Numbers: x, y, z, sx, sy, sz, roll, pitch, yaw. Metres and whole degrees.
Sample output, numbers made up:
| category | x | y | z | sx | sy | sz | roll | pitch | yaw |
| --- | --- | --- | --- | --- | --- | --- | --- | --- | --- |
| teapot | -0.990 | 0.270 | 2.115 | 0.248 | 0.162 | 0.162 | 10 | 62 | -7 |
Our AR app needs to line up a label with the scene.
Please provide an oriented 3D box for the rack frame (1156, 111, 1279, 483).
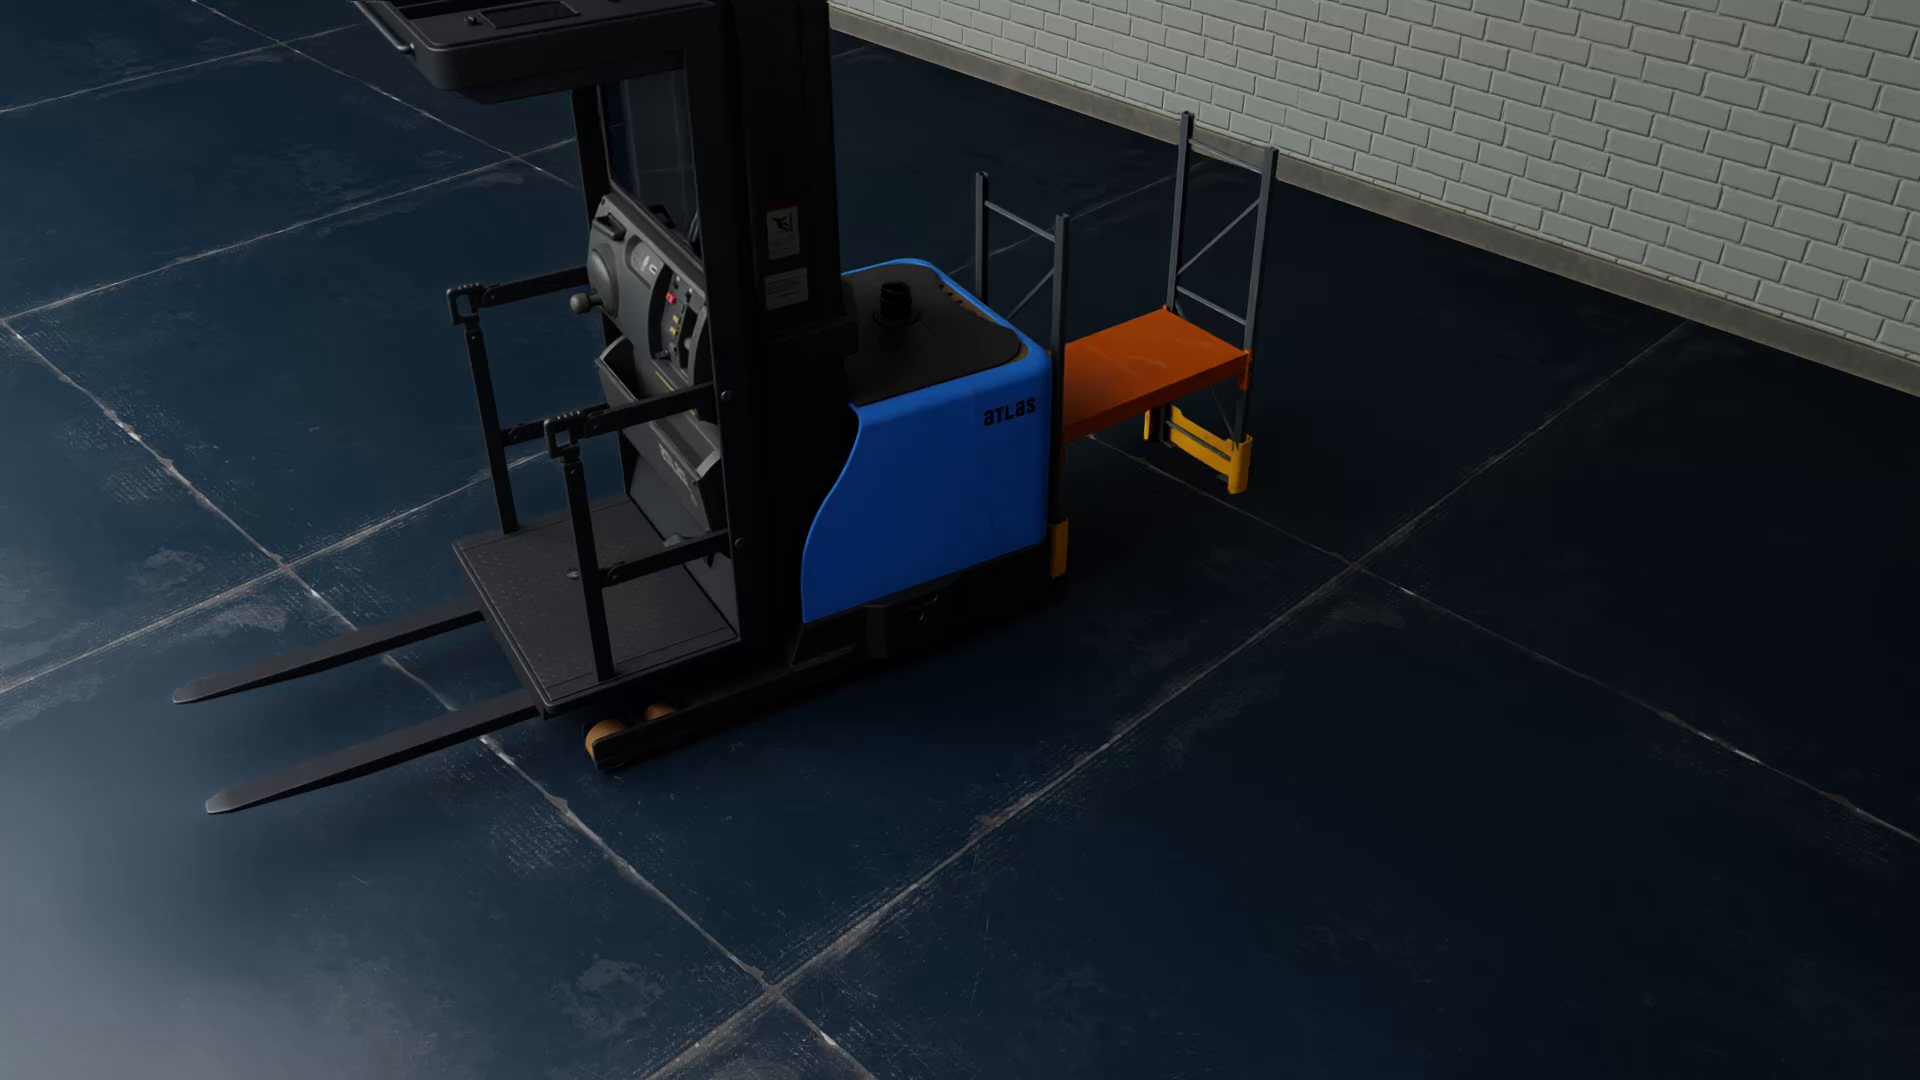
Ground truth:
| category | x | y | z | sx | sy | sz | roll | pitch | yaw |
| --- | --- | --- | --- | --- | --- | --- | --- | --- | --- |
| rack frame | 1.033 | -0.958 | 6.813 | 0.032 | 1.500 | 0.500 | -23 | 41 | -29 |

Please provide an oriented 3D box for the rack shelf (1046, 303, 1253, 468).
| category | x | y | z | sx | sy | sz | roll | pitch | yaw |
| --- | --- | --- | --- | --- | --- | --- | --- | --- | --- |
| rack shelf | 0.626 | -0.636 | 6.666 | 1.000 | 0.185 | 0.538 | -23 | 41 | -29 |

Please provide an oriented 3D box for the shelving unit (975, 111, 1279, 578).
| category | x | y | z | sx | sy | sz | roll | pitch | yaw |
| --- | --- | --- | --- | --- | --- | --- | --- | --- | --- |
| shelving unit | 0.618 | -0.781 | 6.558 | 1.083 | 1.500 | 0.587 | -23 | 41 | -29 |

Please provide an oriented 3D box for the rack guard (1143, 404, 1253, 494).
| category | x | y | z | sx | sy | sz | roll | pitch | yaw |
| --- | --- | --- | --- | --- | --- | --- | --- | --- | --- |
| rack guard | 1.017 | -0.439 | 7.161 | 0.087 | 0.250 | 0.587 | -23 | 41 | -29 |

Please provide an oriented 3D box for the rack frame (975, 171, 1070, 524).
| category | x | y | z | sx | sy | sz | roll | pitch | yaw |
| --- | --- | --- | --- | --- | --- | --- | --- | --- | --- |
| rack frame | 0.219 | -0.610 | 6.313 | 0.032 | 1.500 | 0.500 | -23 | 41 | -29 |

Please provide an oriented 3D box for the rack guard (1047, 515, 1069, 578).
| category | x | y | z | sx | sy | sz | roll | pitch | yaw |
| --- | --- | --- | --- | --- | --- | --- | --- | --- | --- |
| rack guard | 0.220 | -0.098 | 6.671 | 0.087 | 0.250 | 0.587 | -23 | 41 | -29 |

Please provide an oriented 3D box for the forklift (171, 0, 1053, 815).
| category | x | y | z | sx | sy | sz | roll | pitch | yaw |
| --- | --- | --- | --- | --- | --- | --- | --- | --- | --- |
| forklift | -1.191 | -0.775 | 5.299 | 3.031 | 2.935 | 1.130 | -19 | 39 | -25 |
